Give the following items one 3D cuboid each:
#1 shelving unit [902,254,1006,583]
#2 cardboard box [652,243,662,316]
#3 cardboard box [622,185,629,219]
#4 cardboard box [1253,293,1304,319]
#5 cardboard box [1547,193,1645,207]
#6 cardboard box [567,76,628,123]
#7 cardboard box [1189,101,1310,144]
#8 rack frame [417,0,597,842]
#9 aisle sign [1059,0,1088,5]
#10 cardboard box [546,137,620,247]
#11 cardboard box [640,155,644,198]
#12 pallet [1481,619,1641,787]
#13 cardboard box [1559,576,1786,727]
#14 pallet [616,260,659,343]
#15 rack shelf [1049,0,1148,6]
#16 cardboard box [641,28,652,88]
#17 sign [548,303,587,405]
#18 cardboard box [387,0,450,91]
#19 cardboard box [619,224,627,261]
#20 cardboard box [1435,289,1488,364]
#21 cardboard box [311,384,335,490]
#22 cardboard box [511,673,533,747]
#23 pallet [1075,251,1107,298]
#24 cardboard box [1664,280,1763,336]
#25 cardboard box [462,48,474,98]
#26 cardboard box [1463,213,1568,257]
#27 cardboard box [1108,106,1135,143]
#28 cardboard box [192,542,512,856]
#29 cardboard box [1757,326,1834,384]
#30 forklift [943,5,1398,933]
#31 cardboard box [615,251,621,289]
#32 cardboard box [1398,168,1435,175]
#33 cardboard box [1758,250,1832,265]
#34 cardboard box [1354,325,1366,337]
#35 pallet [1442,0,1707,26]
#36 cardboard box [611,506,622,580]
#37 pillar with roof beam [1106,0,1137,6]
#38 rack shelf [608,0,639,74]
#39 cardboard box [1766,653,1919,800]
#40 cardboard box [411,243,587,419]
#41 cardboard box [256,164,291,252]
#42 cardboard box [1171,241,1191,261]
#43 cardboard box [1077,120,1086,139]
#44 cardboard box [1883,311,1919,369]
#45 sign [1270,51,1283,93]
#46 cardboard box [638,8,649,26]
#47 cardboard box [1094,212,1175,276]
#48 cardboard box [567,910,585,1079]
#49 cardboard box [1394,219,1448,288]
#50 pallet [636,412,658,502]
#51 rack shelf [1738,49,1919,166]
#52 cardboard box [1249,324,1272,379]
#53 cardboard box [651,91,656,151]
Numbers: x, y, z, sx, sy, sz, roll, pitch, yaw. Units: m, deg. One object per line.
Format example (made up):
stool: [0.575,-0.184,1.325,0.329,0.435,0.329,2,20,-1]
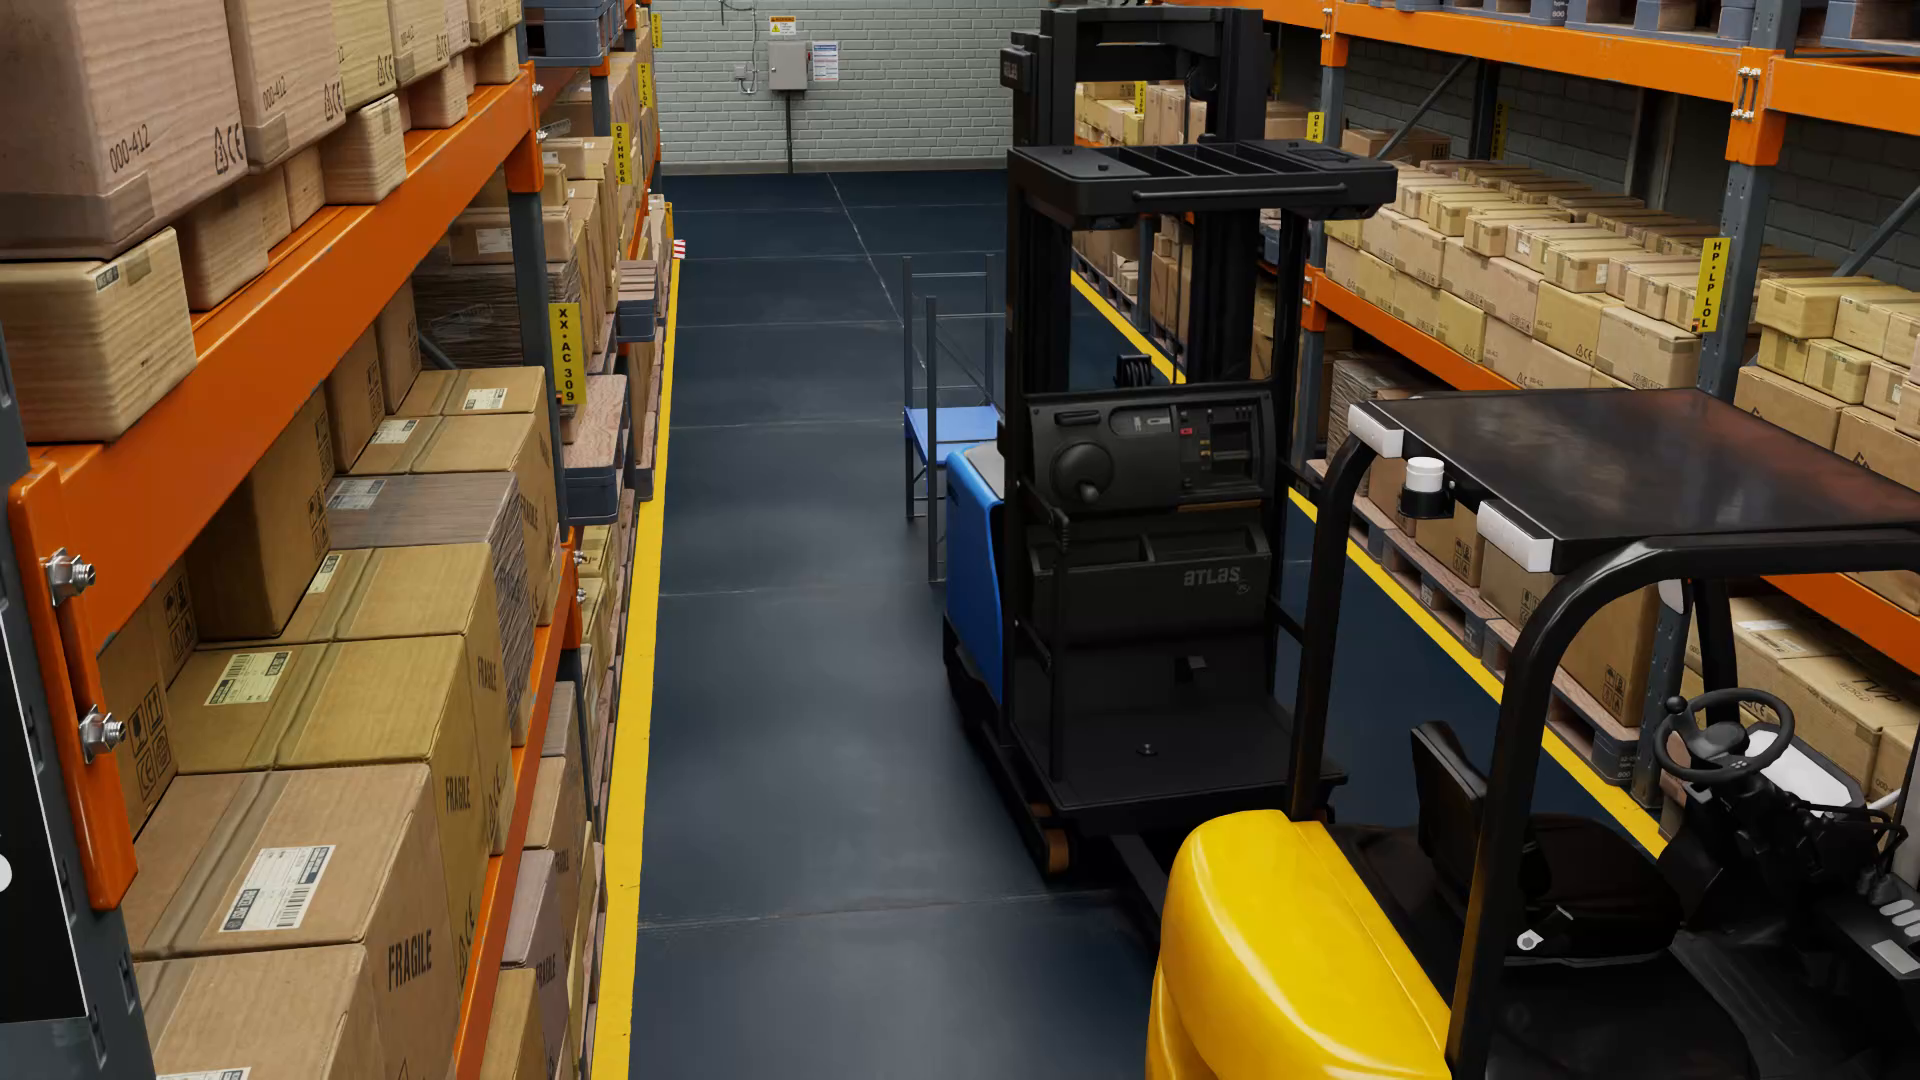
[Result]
shelving unit: [0.012,-0.673,8.875,0.538,1.500,1.048,-3,21,-8]
cardboard box: [-2.919,-2.142,13.726,0.875,0.438,0.875,-3,21,-9]
cardboard box: [-2.261,-2.069,9.968,0.500,0.250,0.500,-2,21,-6]
cardboard box: [2.173,-1.557,11.144,0.380,0.149,0.250,-2,21,-6]
cardboard box: [3.109,-1.602,8.149,0.380,0.149,0.250,-3,21,-9]
cardboard box: [-2.328,-2.587,10.285,0.500,0.500,0.500,-2,21,-6]
cardboard box: [2.012,-2.788,11.651,0.700,0.500,0.500,-3,21,-8]
rack frame: [-1.782,-0.153,5.339,1.000,3.000,0.127,-3,21,-8]
aisle sign: [1.099,-5.786,16.705,0.394,0.787,0.004,-3,21,-8]
cardboard box: [-2.018,-1.778,8.520,0.500,0.500,0.500,-4,21,-9]
cardboard box: [-2.621,-2.710,12.399,0.500,0.250,0.500,-3,21,-9]
pallet: [2.985,0.648,7.178,1.003,0.211,1.213,-3,21,-8]
cardboard box: [3.043,0.331,6.837,0.875,0.625,0.625,-2,21,-5]
pallet: [-2.150,-1.207,8.434,1.213,0.211,1.003,-3,21,-8]
rack shelf: [1.688,-4.935,14.884,1.077,0.370,4.000,-3,21,-8]
cardboard box: [-3.034,-4.317,14.916,0.500,0.500,0.500,-3,21,-8]
sign: [-1.246,-0.589,5.268,0.100,0.325,0.005,-3,21,-8]
cardboard box: [-1.231,-0.961,3.003,0.500,0.250,0.500,-2,21,-7]
cardboard box: [-2.180,-1.650,9.561,0.500,0.250,0.500,-3,21,-9]
cardboard box: [2.597,-1.021,7.878,0.500,0.250,0.500,-2,21,-6]
cardboard box: [-1.836,-0.291,3.712,0.700,0.500,0.500,-3,21,-9]
cardboard box: [-1.284,0.412,4.185,0.380,0.149,0.250,-3,21,-9]
pallet: [1.699,-2.529,15.687,1.003,0.211,1.213,-3,21,-8]
cardboard box: [2.860,-0.862,6.168,0.380,0.149,0.250,-2,21,-6]
cardboard box: [-1.425,-1.167,4.127,0.380,0.149,0.250,-3,21,-7]
cardboard box: [2.532,-1.391,7.584,0.380,0.149,0.250,-3,21,-9]
cardboard box: [1.574,-3.580,14.304,0.500,0.250,0.500,-3,21,-8]
cardboard box: [-1.233,0.337,3.460,0.500,0.500,0.500,-3,21,-9]
cardboard box: [2.915,-0.632,5.551,0.380,0.149,0.250,-3,21,-9]
forklift: [0.759,-0.316,5.872,1.130,2.935,3.031,-5,21,-12]
cardboard box: [-1.888,-1.341,8.279,0.380,0.149,0.250,-3,21,-8]
cardboard box: [2.347,-1.923,9.007,0.380,0.149,0.250,-2,21,-7]
cardboard box: [3.269,-1.070,6.724,0.380,0.149,0.250,-3,21,-8]
cardboard box: [2.774,-1.409,10.746,0.380,0.149,0.250,-2,21,-6]
pallet: [2.903,-2.489,7.575,1.003,0.211,1.213,-2,21,-5]
cardboard box: [-2.173,-0.052,8.225,0.950,0.372,0.625,-3,21,-9]
pillar with roof beam: [-2.357,-8.132,18.127,9.100,9.000,0.400,-3,21,-8]
rack shelf: [-2.647,-3.299,10.502,1.077,0.370,4.000,-3,21,-8]
cardboard box: [2.952,0.579,5.279,0.500,0.250,0.500,-3,21,-8]
cardboard box: [-1.566,-0.713,5.669,0.500,0.500,0.500,-2,21,-6]
cardboard box: [-1.123,-0.451,2.209,0.380,0.149,0.250,-3,21,-8]
cardboard box: [1.881,-2.275,13.064,0.380,0.149,0.250,-3,21,-9]
cardboard box: [1.312,-3.866,15.638,0.380,0.149,0.250,-4,21,-9]
cardboard box: [3.054,-0.596,5.029,0.380,0.149,0.250,-3,21,-9]
sign: [2.525,-3.746,13.304,0.100,0.325,0.005,-3,21,-8]
cardboard box: [-3.081,-4.841,15.391,0.380,0.149,0.250,-3,21,-8]
cardboard box: [1.628,-2.711,15.161,0.700,0.500,0.500,-4,21,-10]
cardboard box: [-1.344,1.313,4.742,0.500,0.250,0.500,-3,21,-9]
cardboard box: [2.504,-1.432,8.263,0.500,0.250,0.500,-3,21,-9]
pallet: [-2.398,-0.508,10.276,1.003,0.211,1.213,-3,21,-8]
rack shelf: [3.418,-0.780,3.760,1.077,0.370,4.000,-3,21,-8]
cardboard box: [2.217,-1.125,10.913,0.500,0.500,0.500,-3,21,-9]
cardboard box: [-2.952,-3.671,14.614,0.500,0.500,0.500,-2,21,-6]
